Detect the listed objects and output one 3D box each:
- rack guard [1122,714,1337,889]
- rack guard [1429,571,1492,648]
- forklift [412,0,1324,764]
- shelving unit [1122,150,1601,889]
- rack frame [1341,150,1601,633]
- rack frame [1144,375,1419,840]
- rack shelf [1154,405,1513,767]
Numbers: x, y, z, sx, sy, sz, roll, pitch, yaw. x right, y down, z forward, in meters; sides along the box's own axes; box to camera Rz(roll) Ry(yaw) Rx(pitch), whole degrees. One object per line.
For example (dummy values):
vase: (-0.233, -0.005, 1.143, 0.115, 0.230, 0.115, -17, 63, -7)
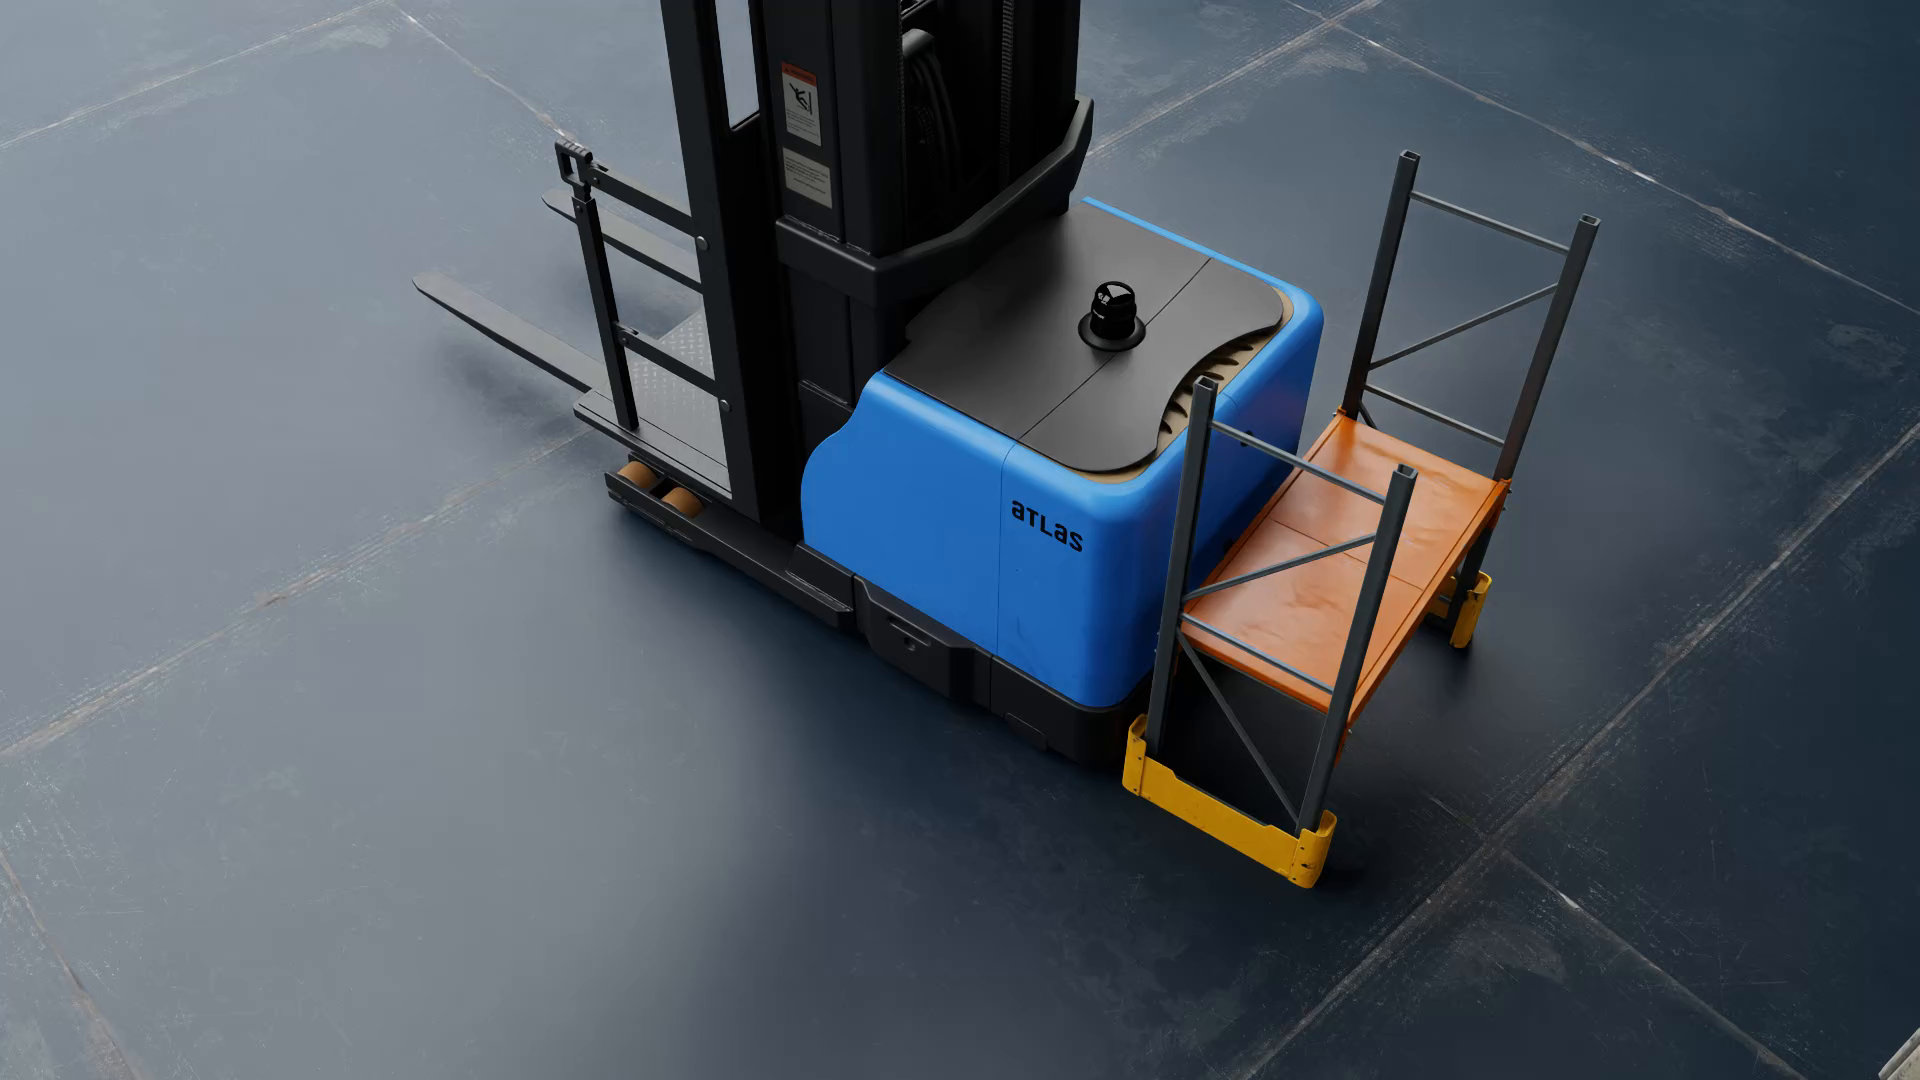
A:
rack guard: (0.708, 0.695, 4.438, 0.587, 0.250, 0.087, 27, 53, 23)
rack guard: (1.279, 0.095, 4.991, 0.587, 0.250, 0.087, 27, 53, 23)
forklift: (-0.502, -1.274, 4.431, 3.031, 2.935, 1.130, 29, 54, 24)
shelving unit: (0.994, -0.028, 4.255, 0.587, 1.500, 1.083, 27, 53, 23)
rack frame: (1.291, -0.340, 4.543, 0.500, 1.500, 0.032, 27, 53, 23)
rack frame: (0.707, 0.272, 3.978, 0.500, 1.500, 0.032, 27, 53, 23)
rack shelf: (0.999, 0.088, 4.393, 0.538, 0.185, 1.000, 27, 53, 23)
